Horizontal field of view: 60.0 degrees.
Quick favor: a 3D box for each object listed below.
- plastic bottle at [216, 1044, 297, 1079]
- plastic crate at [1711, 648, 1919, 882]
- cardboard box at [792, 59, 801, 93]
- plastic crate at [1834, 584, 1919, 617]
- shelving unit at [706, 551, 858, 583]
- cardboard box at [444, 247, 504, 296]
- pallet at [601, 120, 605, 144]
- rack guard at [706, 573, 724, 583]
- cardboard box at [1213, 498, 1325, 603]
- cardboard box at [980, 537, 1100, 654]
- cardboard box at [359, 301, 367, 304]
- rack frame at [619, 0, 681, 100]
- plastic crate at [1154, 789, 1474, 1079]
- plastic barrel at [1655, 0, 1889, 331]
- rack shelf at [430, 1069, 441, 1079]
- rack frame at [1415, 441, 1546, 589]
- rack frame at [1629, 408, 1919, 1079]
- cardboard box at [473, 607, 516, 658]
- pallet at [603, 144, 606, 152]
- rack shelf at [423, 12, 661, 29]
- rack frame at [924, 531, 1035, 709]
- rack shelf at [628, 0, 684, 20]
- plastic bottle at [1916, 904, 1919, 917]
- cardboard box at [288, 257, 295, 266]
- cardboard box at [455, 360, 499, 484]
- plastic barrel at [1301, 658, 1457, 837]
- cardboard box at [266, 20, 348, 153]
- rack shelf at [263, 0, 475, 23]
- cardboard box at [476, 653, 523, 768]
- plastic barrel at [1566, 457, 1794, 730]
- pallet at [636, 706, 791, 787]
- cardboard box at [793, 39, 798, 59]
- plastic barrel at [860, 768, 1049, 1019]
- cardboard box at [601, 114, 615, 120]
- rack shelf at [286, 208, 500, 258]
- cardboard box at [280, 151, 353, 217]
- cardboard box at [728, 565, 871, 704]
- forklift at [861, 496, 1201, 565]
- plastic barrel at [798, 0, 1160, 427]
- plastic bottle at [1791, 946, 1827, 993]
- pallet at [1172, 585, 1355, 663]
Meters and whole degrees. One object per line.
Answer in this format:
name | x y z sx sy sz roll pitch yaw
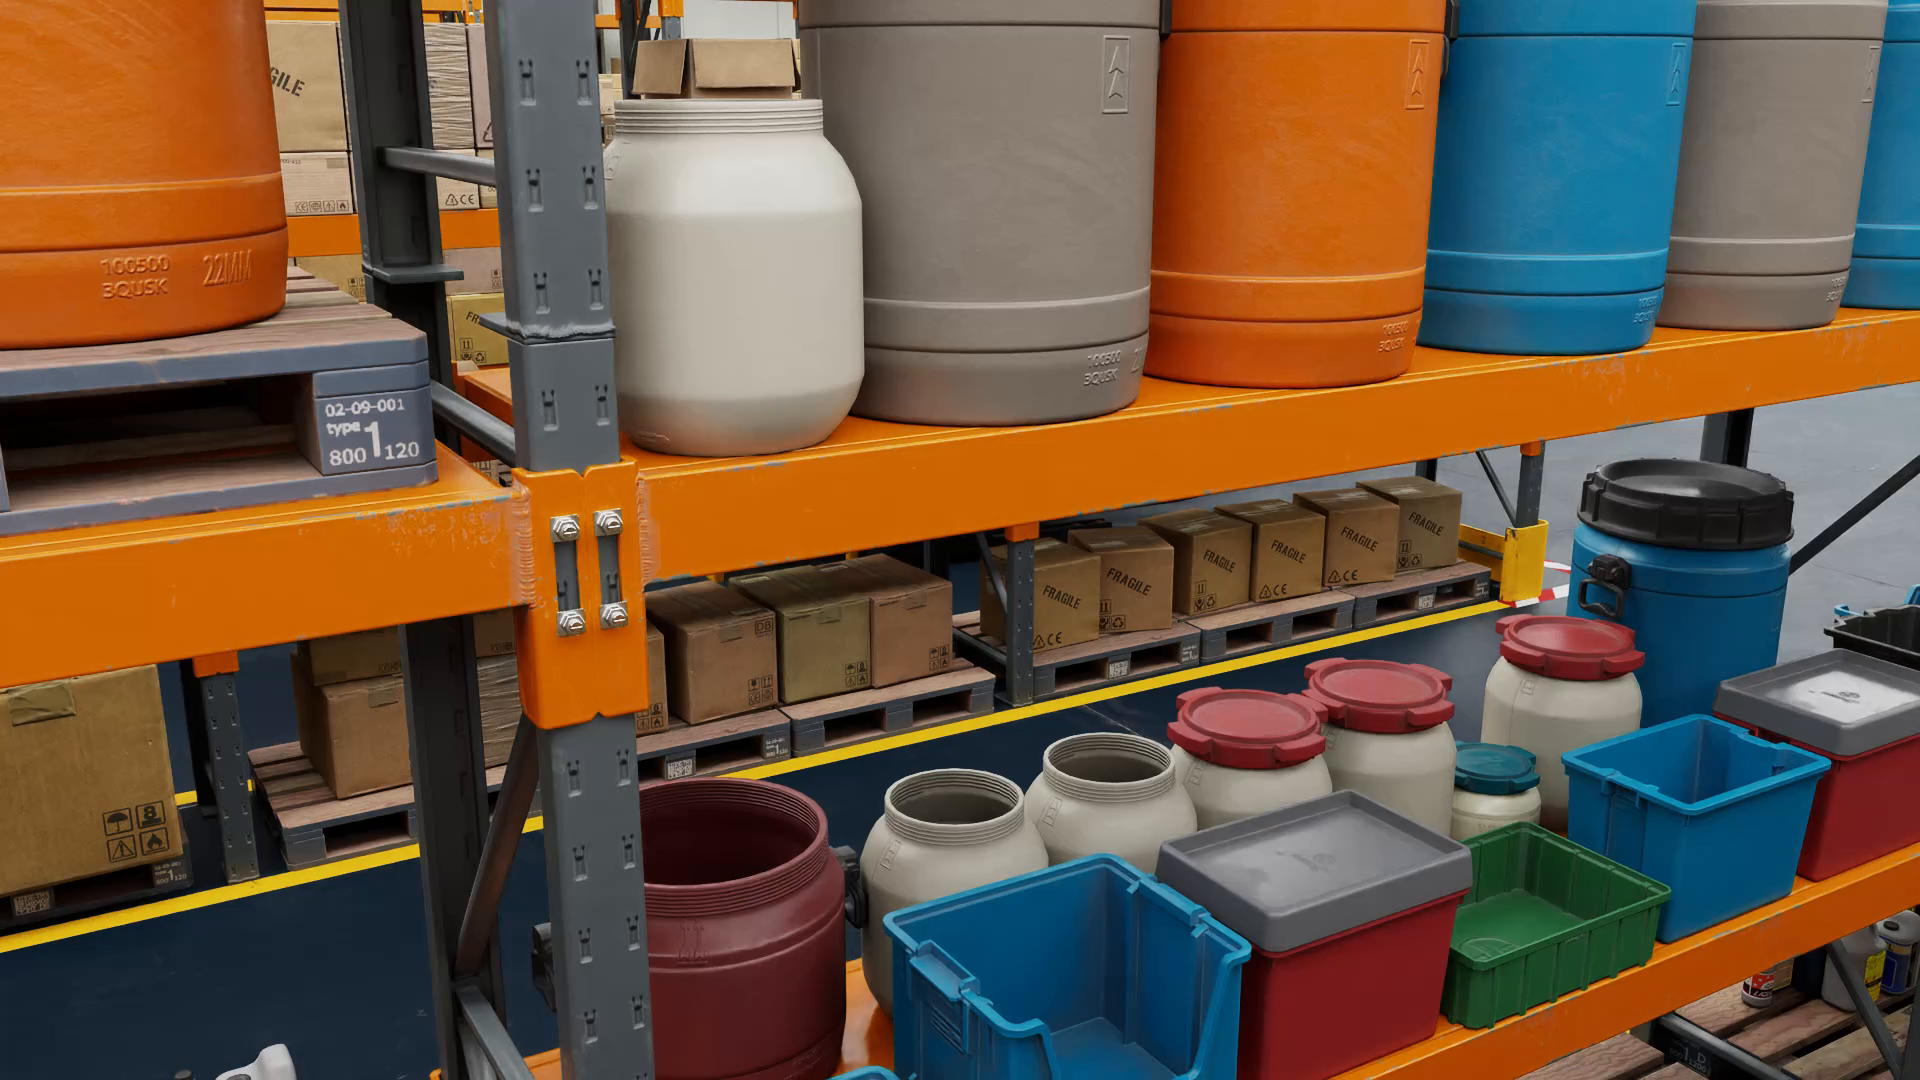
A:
plastic bottle | -1.321 1.105 3.141 0.135 0.276 0.152 -9 18 -30
plastic crate | 2.387 0.611 4.554 0.583 0.464 0.402 -9 18 -30
cardboard box | -1.379 -3.643 13.056 0.500 0.250 0.500 -9 18 -30
plastic crate | 3.454 0.359 5.849 0.616 0.251 0.499 -9 18 -30
shelving unit | -1.330 -0.562 11.637 1.083 1.500 0.587 -8 17 -25
cardboard box | -3.670 -2.121 12.381 0.500 0.500 0.700 -9 18 -29
pallet | -3.134 -3.017 12.413 1.217 0.209 0.805 -10 19 -32
rack guard | -1.776 0.099 11.592 0.087 0.250 0.587 -8 17 -25
cardboard box | 1.938 0.060 10.493 0.500 0.500 0.500 -7 17 -25
cardboard box | 0.457 0.313 9.590 0.500 0.500 0.500 -10 18 -31
cardboard box | -4.412 -1.437 11.795 0.500 0.500 0.500 -9 18 -30
rack frame | -2.374 -4.693 12.478 0.127 3.000 1.000 -9 18 -30
plastic crate | 0.759 0.875 3.612 0.583 0.464 0.402 -9 18 -30
plastic barrel | 1.760 -0.970 3.828 0.600 0.901 0.600 0 16 0
rack shelf | -2.498 1.684 2.178 4.000 0.370 1.077 -9 18 -30
rack frame | 3.523 -1.198 11.127 0.127 3.000 1.000 -9 18 -30
rack frame | 2.645 0.504 5.056 0.127 3.000 1.000 -9 18 -30
cardboard box | -2.327 0.368 7.965 0.500 0.250 0.500 -7 17 -23
pallet | -1.378 -1.790 8.029 1.003 0.211 1.213 -9 18 -30
rack shelf | -5.855 -6.711 21.751 4.000 0.370 1.077 -9 18 -30
rack frame | 0.094 -0.642 9.144 0.127 3.000 1.000 -9 18 -30
rack shelf | -0.660 -4.432 13.621 4.000 0.370 1.077 -9 18 -30
plastic bottle | 3.564 1.392 6.104 0.133 0.283 0.061 -9 18 -30
cardboard box | -4.980 -1.908 11.622 0.500 0.500 0.700 -10 18 -31
cardboard box | -2.466 -0.522 7.750 0.500 0.500 0.700 -6 17 -22
plastic barrel | 1.083 0.622 4.380 0.433 0.535 0.433 0 16 0
cardboard box | -2.800 -1.825 6.695 0.500 0.500 0.500 -9 18 -29
rack shelf | -6.724 -5.007 15.673 4.000 0.370 1.077 -9 18 -30
cardboard box | -2.302 0.728 8.073 0.500 0.500 0.700 -11 19 -34
plastic barrel | 2.157 0.246 5.047 0.708 0.901 0.600 -9 18 -30
pallet | -1.620 0.980 8.524 1.213 0.211 1.003 -9 18 -30
cardboard box | -1.452 -3.804 12.892 0.250 0.149 0.380 -9 18 -30
plastic barrel | -0.012 0.813 3.744 0.421 0.512 0.421 0 16 0
cardboard box | -3.738 -4.389 17.417 0.250 0.149 0.380 -10 18 -31
rack shelf | -1.620 -1.462 7.844 4.000 0.370 1.077 -9 18 -30
cardboard box | -2.801 -1.465 6.799 0.500 0.250 0.500 -9 18 -29
cardboard box | -0.862 0.492 8.914 0.500 0.500 0.700 -9 18 -30
forklift | 0.563 -1.487 12.285 3.031 2.935 1.130 -8 17 -25
plastic barrel | 0.032 -0.690 2.828 0.600 0.901 0.600 0 16 0
plastic bottle | 3.048 1.411 5.911 0.185 0.351 0.144 -10 18 -31
pallet | 1.698 0.428 10.491 1.213 0.211 1.003 -9 18 -30
